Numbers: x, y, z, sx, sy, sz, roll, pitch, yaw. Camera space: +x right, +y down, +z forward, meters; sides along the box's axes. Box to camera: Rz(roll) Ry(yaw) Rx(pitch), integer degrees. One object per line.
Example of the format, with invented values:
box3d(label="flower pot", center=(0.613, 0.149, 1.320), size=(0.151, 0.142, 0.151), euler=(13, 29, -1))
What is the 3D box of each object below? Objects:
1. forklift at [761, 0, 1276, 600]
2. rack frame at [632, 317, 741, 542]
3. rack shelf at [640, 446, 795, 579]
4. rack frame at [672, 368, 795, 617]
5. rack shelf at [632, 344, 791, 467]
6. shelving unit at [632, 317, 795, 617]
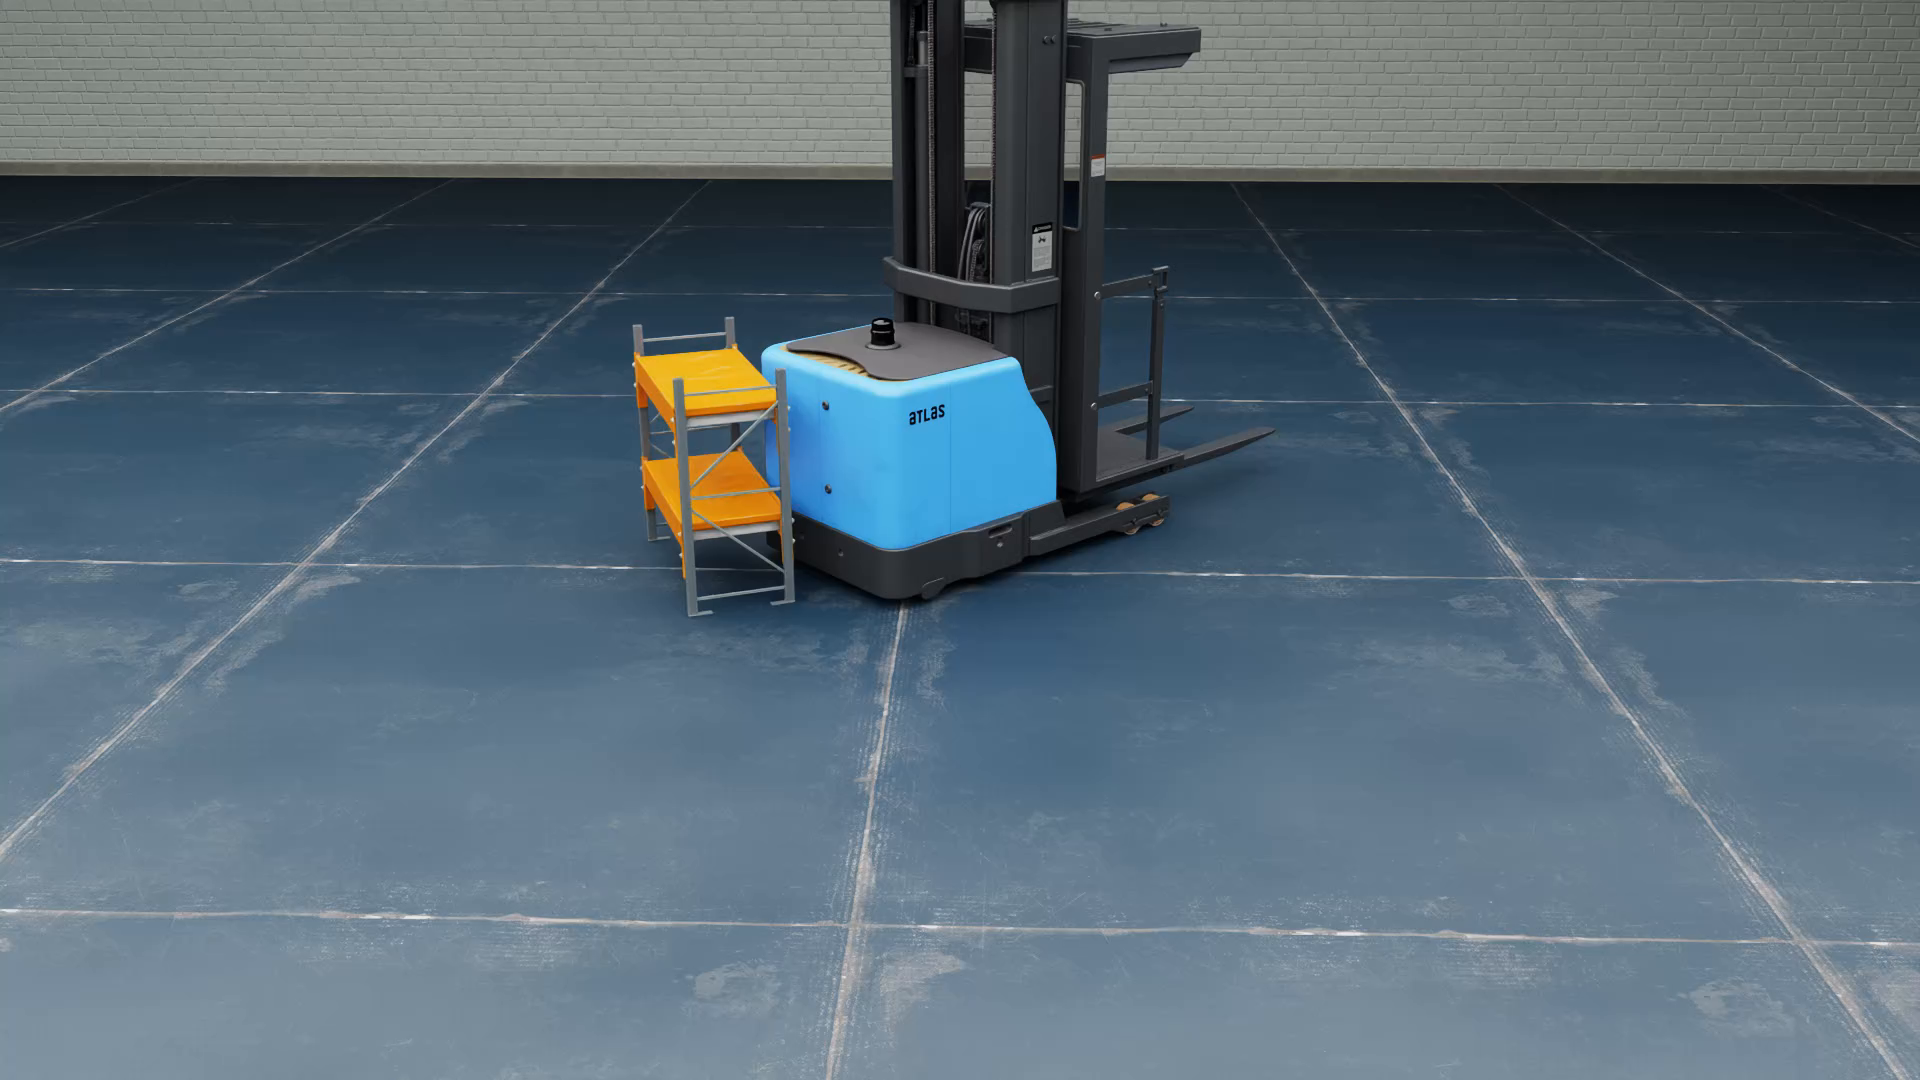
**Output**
box3d(label="forklift", center=(0.467, -1.518, 8.390), size=(3.031, 2.935, 1.130), euler=(-18, 28, -39))
box3d(label="rack frame", center=(-1.361, -0.552, 8.395), size=(0.500, 1.125, 0.032), euler=(-8, 22, -19))
box3d(label="rack shelf", center=(-1.186, -0.151, 8.039), size=(0.538, 0.278, 1.000), euler=(-8, 22, -19))
box3d(label="rack frame", center=(-1.011, -0.206, 7.505), size=(0.500, 1.125, 0.032), euler=(-8, 22, -19))
box3d(label="rack shelf", center=(-1.186, -0.652, 7.845), size=(0.538, 0.278, 1.000), euler=(-8, 22, -19))
box3d(label="shelving unit", center=(-1.186, -0.379, 7.950), size=(0.538, 1.125, 1.048), euler=(-8, 22, -19))
